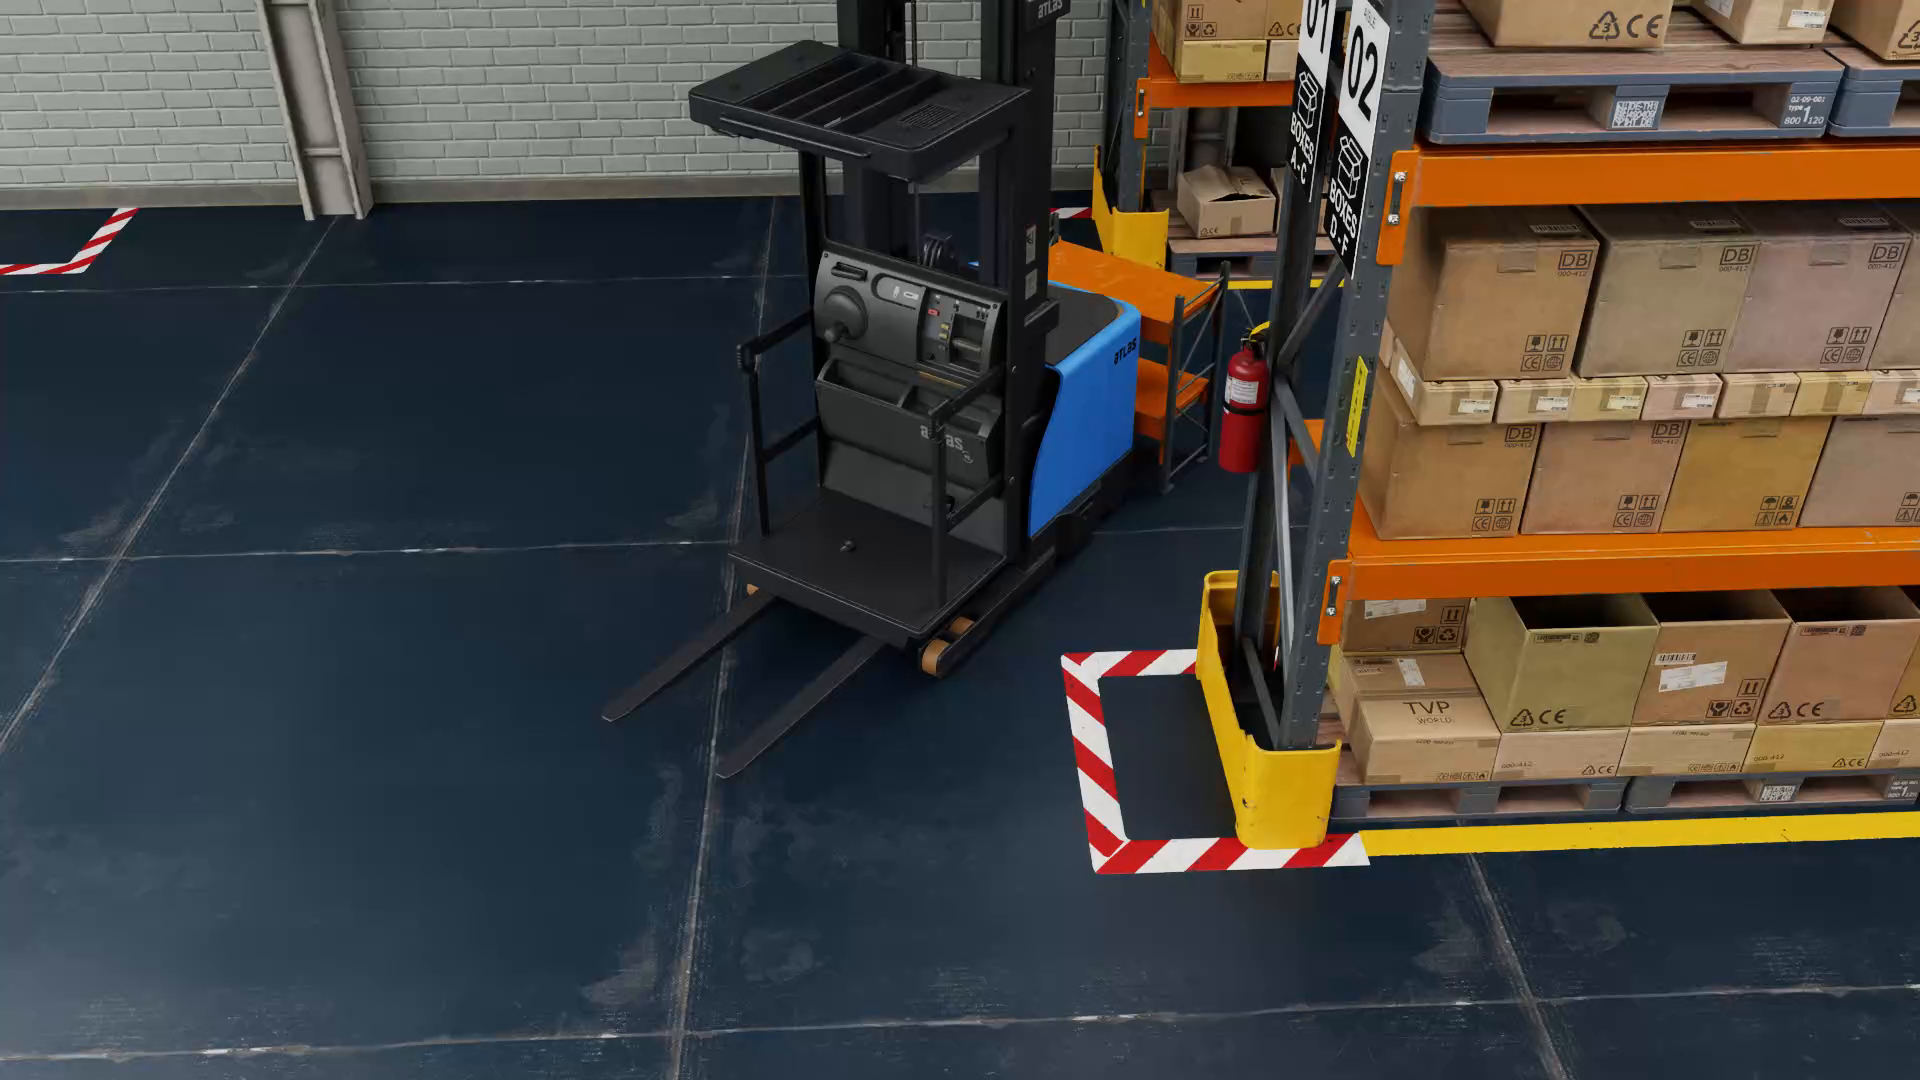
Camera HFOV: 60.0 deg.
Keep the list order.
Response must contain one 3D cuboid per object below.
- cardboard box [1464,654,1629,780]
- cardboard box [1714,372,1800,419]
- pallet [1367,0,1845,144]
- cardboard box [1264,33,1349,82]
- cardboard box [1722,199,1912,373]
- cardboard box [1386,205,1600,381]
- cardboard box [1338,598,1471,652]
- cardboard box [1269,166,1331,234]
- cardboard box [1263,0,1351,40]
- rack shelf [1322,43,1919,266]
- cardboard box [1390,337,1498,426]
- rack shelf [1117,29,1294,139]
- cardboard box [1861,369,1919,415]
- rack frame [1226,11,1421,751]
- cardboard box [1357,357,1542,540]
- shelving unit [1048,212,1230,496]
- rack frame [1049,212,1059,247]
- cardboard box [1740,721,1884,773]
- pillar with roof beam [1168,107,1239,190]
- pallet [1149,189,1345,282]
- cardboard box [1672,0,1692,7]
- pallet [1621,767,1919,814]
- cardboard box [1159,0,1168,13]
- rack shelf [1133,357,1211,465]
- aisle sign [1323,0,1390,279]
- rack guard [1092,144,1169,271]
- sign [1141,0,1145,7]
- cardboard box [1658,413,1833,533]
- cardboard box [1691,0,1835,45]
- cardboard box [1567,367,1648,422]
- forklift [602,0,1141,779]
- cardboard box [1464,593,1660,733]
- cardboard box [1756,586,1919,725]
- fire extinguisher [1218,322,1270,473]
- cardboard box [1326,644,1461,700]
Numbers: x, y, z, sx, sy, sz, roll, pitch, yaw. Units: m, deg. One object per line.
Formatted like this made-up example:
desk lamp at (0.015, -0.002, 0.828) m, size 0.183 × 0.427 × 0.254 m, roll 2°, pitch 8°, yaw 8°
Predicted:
cardboard box at (2.314, 0.695, 6.657) m, size 0.500 × 0.250 × 0.500 m, roll -2°, pitch 35°, yaw -2°
cardboard box at (2.702, -0.584, 5.800) m, size 0.250 × 0.149 × 0.380 m, roll -3°, pitch 35°, yaw -4°
pallet at (1.976, -1.560, 5.311) m, size 1.213 × 0.211 × 1.003 m, roll -2°, pitch 35°, yaw -2°
cardboard box at (2.051, -2.976, 10.029) m, size 0.500 × 0.250 × 0.500 m, roll -3°, pitch 35°, yaw -4°
cardboard box at (2.817, -0.972, 5.790) m, size 0.500 × 0.500 × 0.700 m, roll -1°, pitch 35°, yaw -2°
cardboard box at (1.788, -0.940, 5.745) m, size 0.500 × 0.500 × 0.700 m, roll -1°, pitch 35°, yaw -2°
cardboard box at (1.790, 0.107, 6.848) m, size 0.500 × 0.500 × 0.500 m, roll -2°, pitch 35°, yaw -2°
cardboard box at (2.295, -2.233, 10.817) m, size 0.500 × 0.311 × 0.500 m, roll 1°, pitch 35°, yaw 2°
cardboard box at (2.015, -3.279, 9.808) m, size 0.500 × 0.500 × 0.500 m, roll -1°, pitch 35°, yaw -2°
rack shelf at (3.266, -1.351, 5.562) m, size 4.000 × 0.370 × 1.077 m, roll -2°, pitch 35°, yaw -2°
cardboard box at (1.671, -0.555, 5.758) m, size 0.250 × 0.149 × 0.380 m, roll -2°, pitch 35°, yaw -3°
rack shelf at (3.028, -2.933, 10.484) m, size 4.000 × 0.370 × 1.077 m, roll -2°, pitch 35°, yaw -2°
cardboard box at (3.206, -0.596, 5.817) m, size 0.250 × 0.149 × 0.380 m, roll -1°, pitch 35°, yaw -2°
rack frame at (1.268, -0.359, 6.133) m, size 0.127 × 3.000 × 1.000 m, roll -2°, pitch 35°, yaw -2°
cardboard box at (1.735, -0.405, 6.112) m, size 0.500 × 0.500 × 0.700 m, roll -2°, pitch 35°, yaw -2°
shelving unit at (0.776, -0.981, 8.678) m, size 1.048 × 1.125 × 0.538 m, roll 22°, pitch 40°, yaw 29°
rack frame at (0.364, -1.151, 8.923) m, size 0.032 × 1.125 × 0.500 m, roll 22°, pitch 40°, yaw 29°
cardboard box at (3.313, 0.671, 6.691) m, size 0.500 × 0.250 × 0.500 m, roll -2°, pitch 35°, yaw -2°
pillar with roof beam at (1.892, -3.705, 5.696) m, size 0.400 × 9.000 × 9.100 m, roll -2°, pitch 35°, yaw -2°
pallet at (1.919, -2.032, 11.001) m, size 1.213 × 0.211 × 1.003 m, roll -2°, pitch 35°, yaw -2°
cardboard box at (2.406, -1.942, 5.424) m, size 0.500 × 0.250 × 0.500 m, roll -2°, pitch 35°, yaw -2°
pallet at (3.246, 0.712, 7.036) m, size 1.213 × 0.211 × 1.003 m, roll -2°, pitch 35°, yaw -2°
cardboard box at (1.491, -3.563, 10.218) m, size 0.500 × 0.500 × 0.500 m, roll -2°, pitch 35°, yaw -3°
rack shelf at (0.775, -0.779, 8.817) m, size 1.000 × 0.278 × 0.538 m, roll 22°, pitch 40°, yaw 29°
aisle sign at (1.217, -1.252, 5.139) m, size 0.004 × 0.787 × 0.394 m, roll -2°, pitch 35°, yaw -2°
rack guard at (1.106, -2.149, 10.916) m, size 0.348 × 0.500 × 1.175 m, roll -2°, pitch 35°, yaw -2°
sign at (1.056, -3.222, 9.510) m, size 0.005 × 0.325 × 0.100 m, roll -2°, pitch 35°, yaw -2°
cardboard box at (2.756, -0.432, 6.151) m, size 0.500 × 0.500 × 0.700 m, roll -1°, pitch 35°, yaw -2°
cardboard box at (2.452, -1.651, 5.092) m, size 0.250 × 0.149 × 0.380 m, roll -2°, pitch 35°, yaw -2°
cardboard box at (2.183, -0.570, 5.779) m, size 0.250 × 0.149 × 0.380 m, roll -1°, pitch 35°, yaw -2°
forklift at (-0.351, -0.908, 6.987) m, size 1.130 × 2.935 × 3.031 m, roll 21°, pitch 40°, yaw 27°
cardboard box at (2.314, 0.388, 6.442) m, size 0.500 × 0.500 × 0.500 m, roll -2°, pitch 35°, yaw -2°
cardboard box at (3.313, 0.364, 6.477) m, size 0.500 × 0.500 × 0.500 m, roll -2°, pitch 35°, yaw -2°
fire extinguisher at (1.128, -0.588, 6.532) m, size 0.183 × 0.674 × 0.296 m, roll -2°, pitch 35°, yaw -2°
cardboard box at (1.790, 0.417, 7.059) m, size 0.500 × 0.250 × 0.500 m, roll -2°, pitch 35°, yaw -2°
